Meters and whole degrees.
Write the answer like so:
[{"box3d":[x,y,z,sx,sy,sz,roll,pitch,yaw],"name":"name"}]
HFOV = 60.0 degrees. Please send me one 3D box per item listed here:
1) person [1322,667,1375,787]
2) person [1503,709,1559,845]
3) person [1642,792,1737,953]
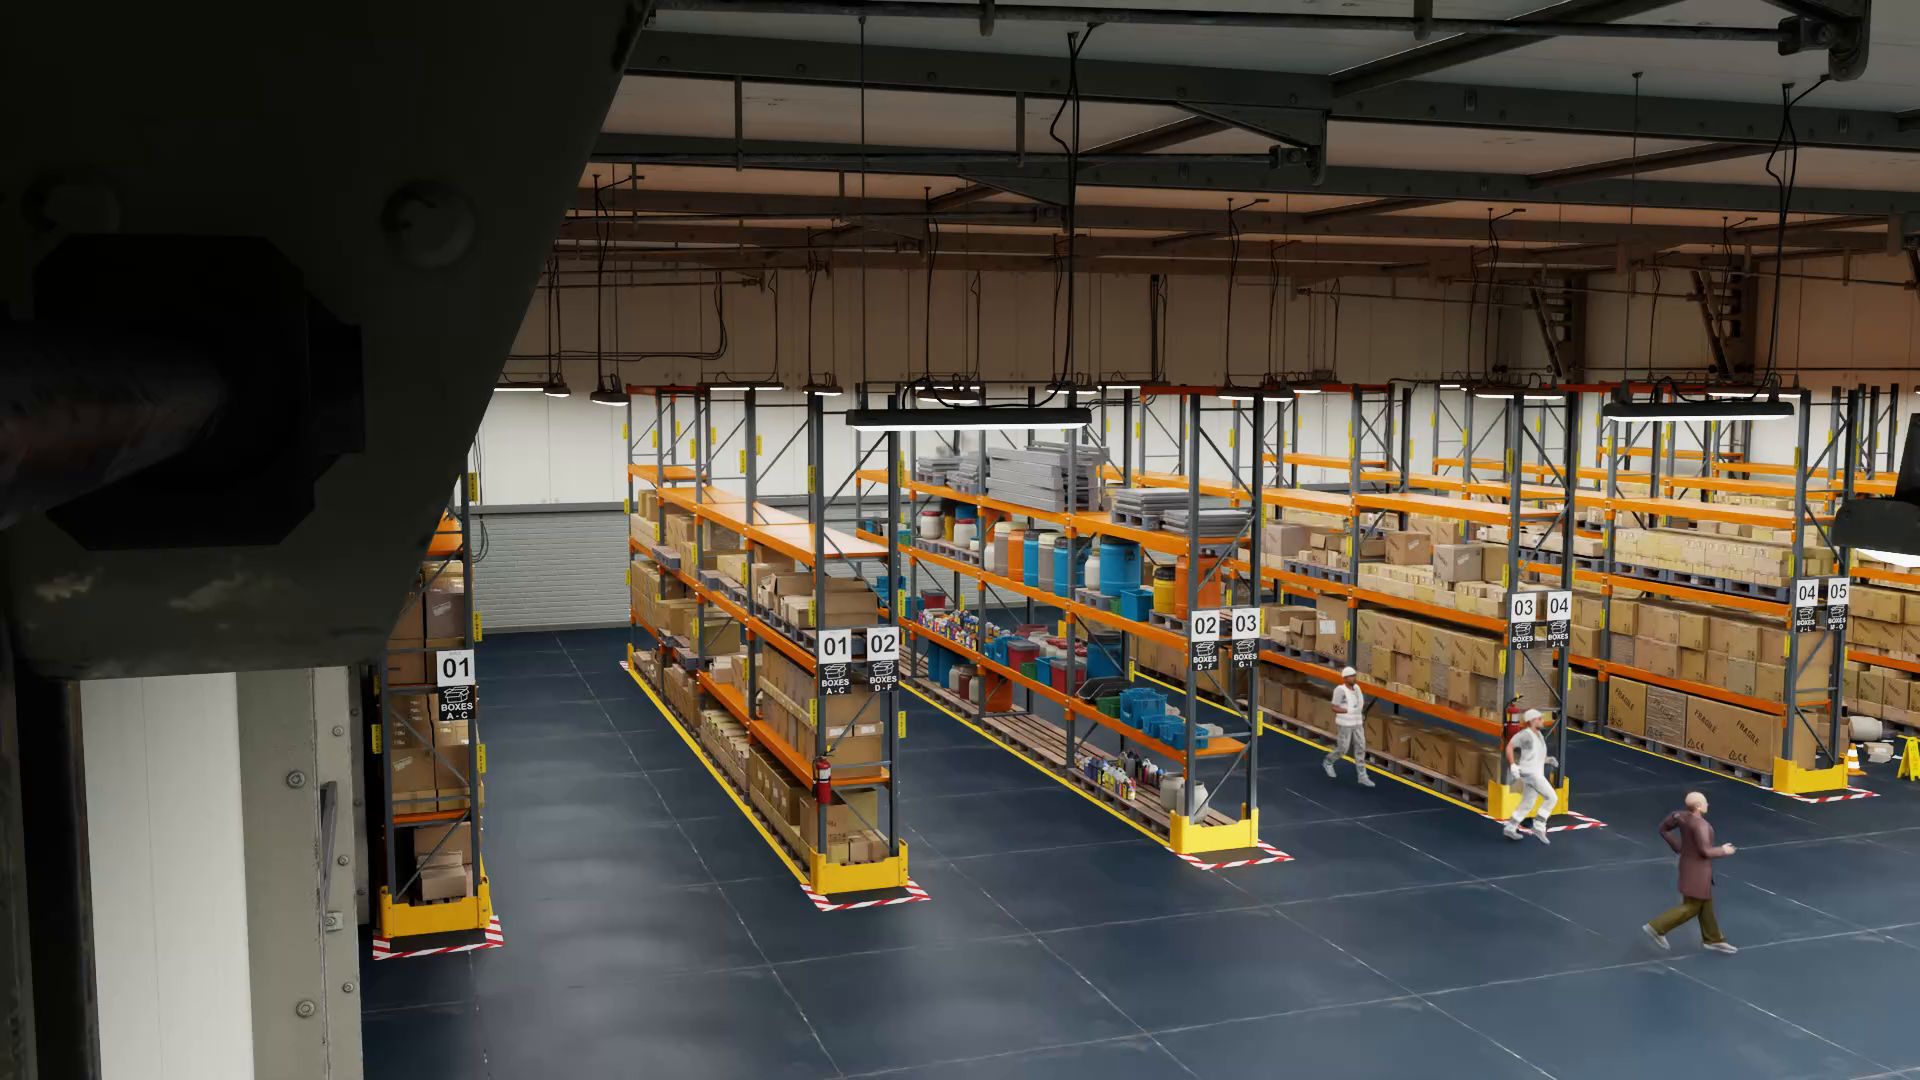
[{"box3d":[5.922,2.802,25.222,0.690,1.762,0.952,-4,7,-33],"name":"person"},{"box3d":[7.693,3.143,22.283,0.682,1.733,0.688,4,7,32],"name":"person"},{"box3d":[7.882,3.583,17.873,1.049,1.781,0.710,0,6,3],"name":"person"}]
